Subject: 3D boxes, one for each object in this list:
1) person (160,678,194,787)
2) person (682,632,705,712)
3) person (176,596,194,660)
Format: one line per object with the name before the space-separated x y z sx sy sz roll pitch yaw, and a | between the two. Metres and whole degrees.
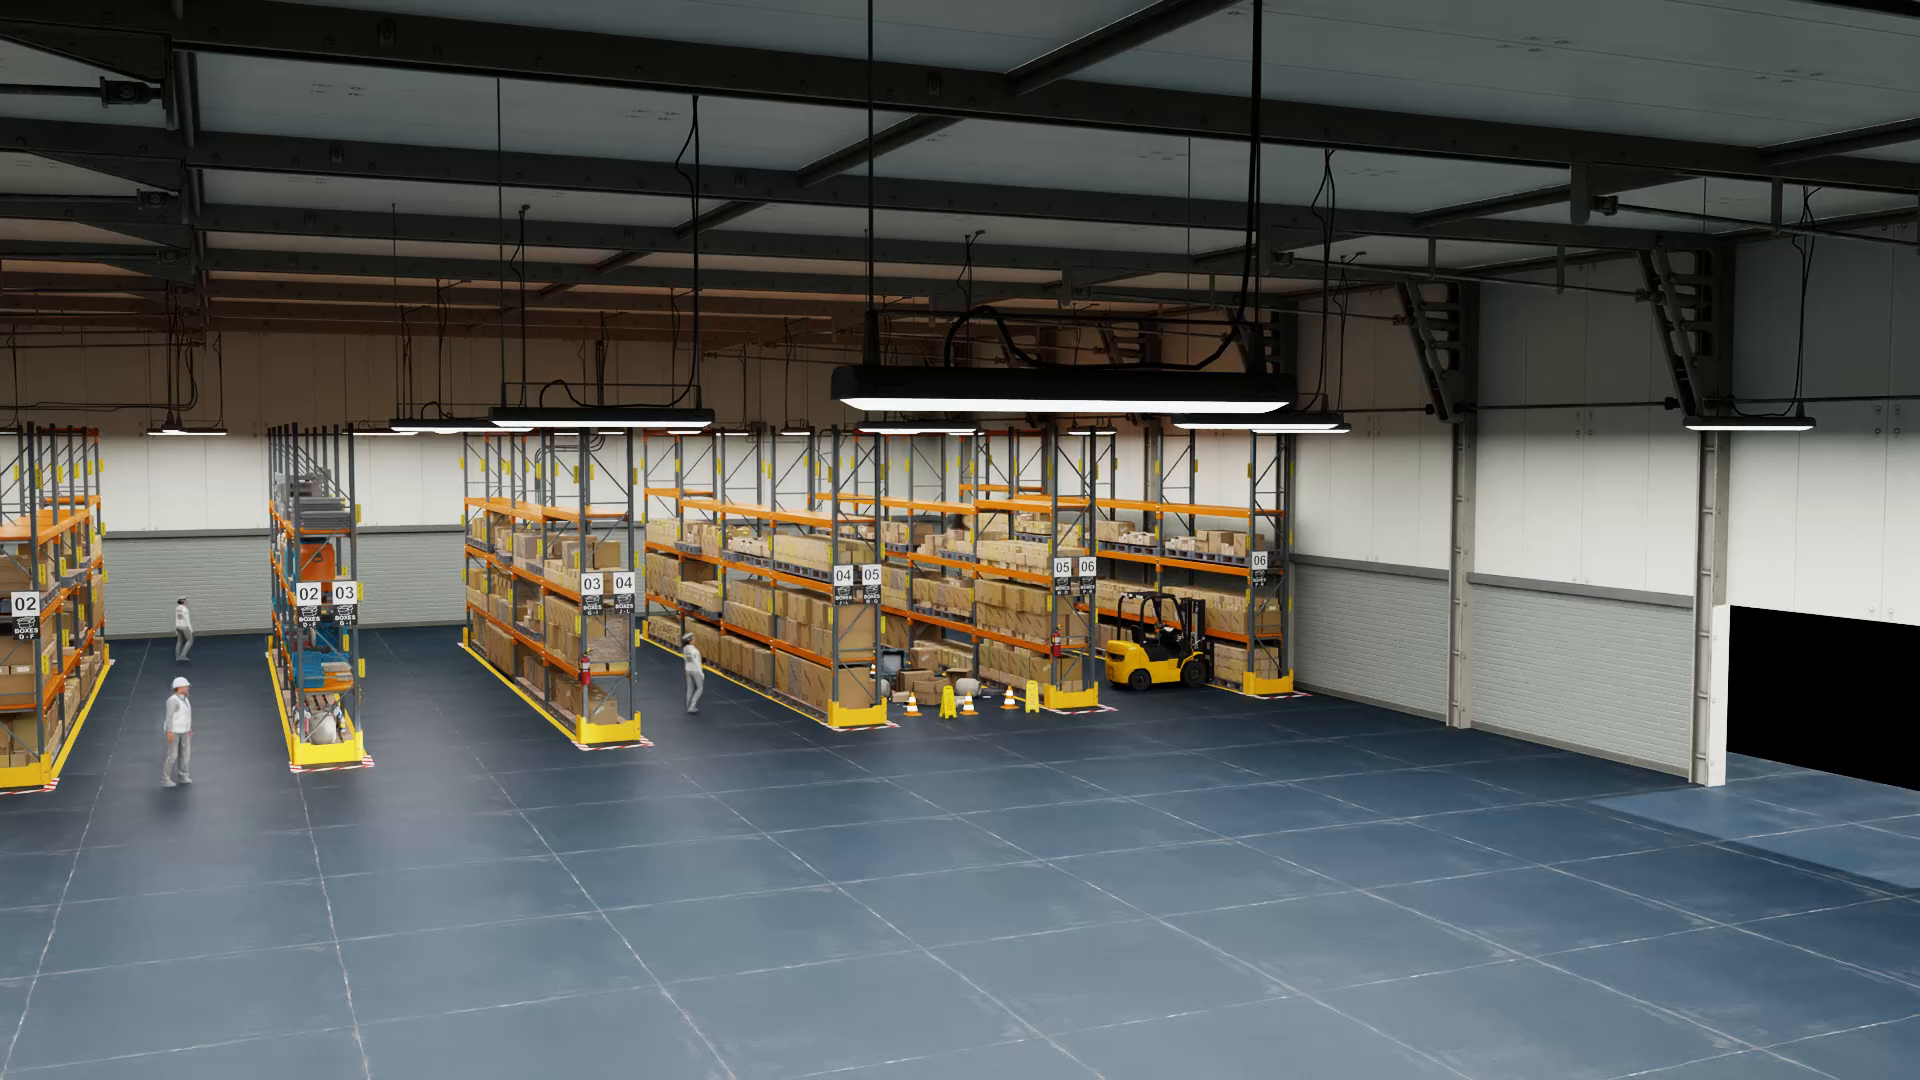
person | -12.934 3.158 27.482 0.449 1.775 0.629 0 4 7
person | -5.560 2.764 34.623 0.517 1.695 0.436 2 4 35
person | -19.946 2.270 42.687 0.556 1.669 0.370 3 5 39
